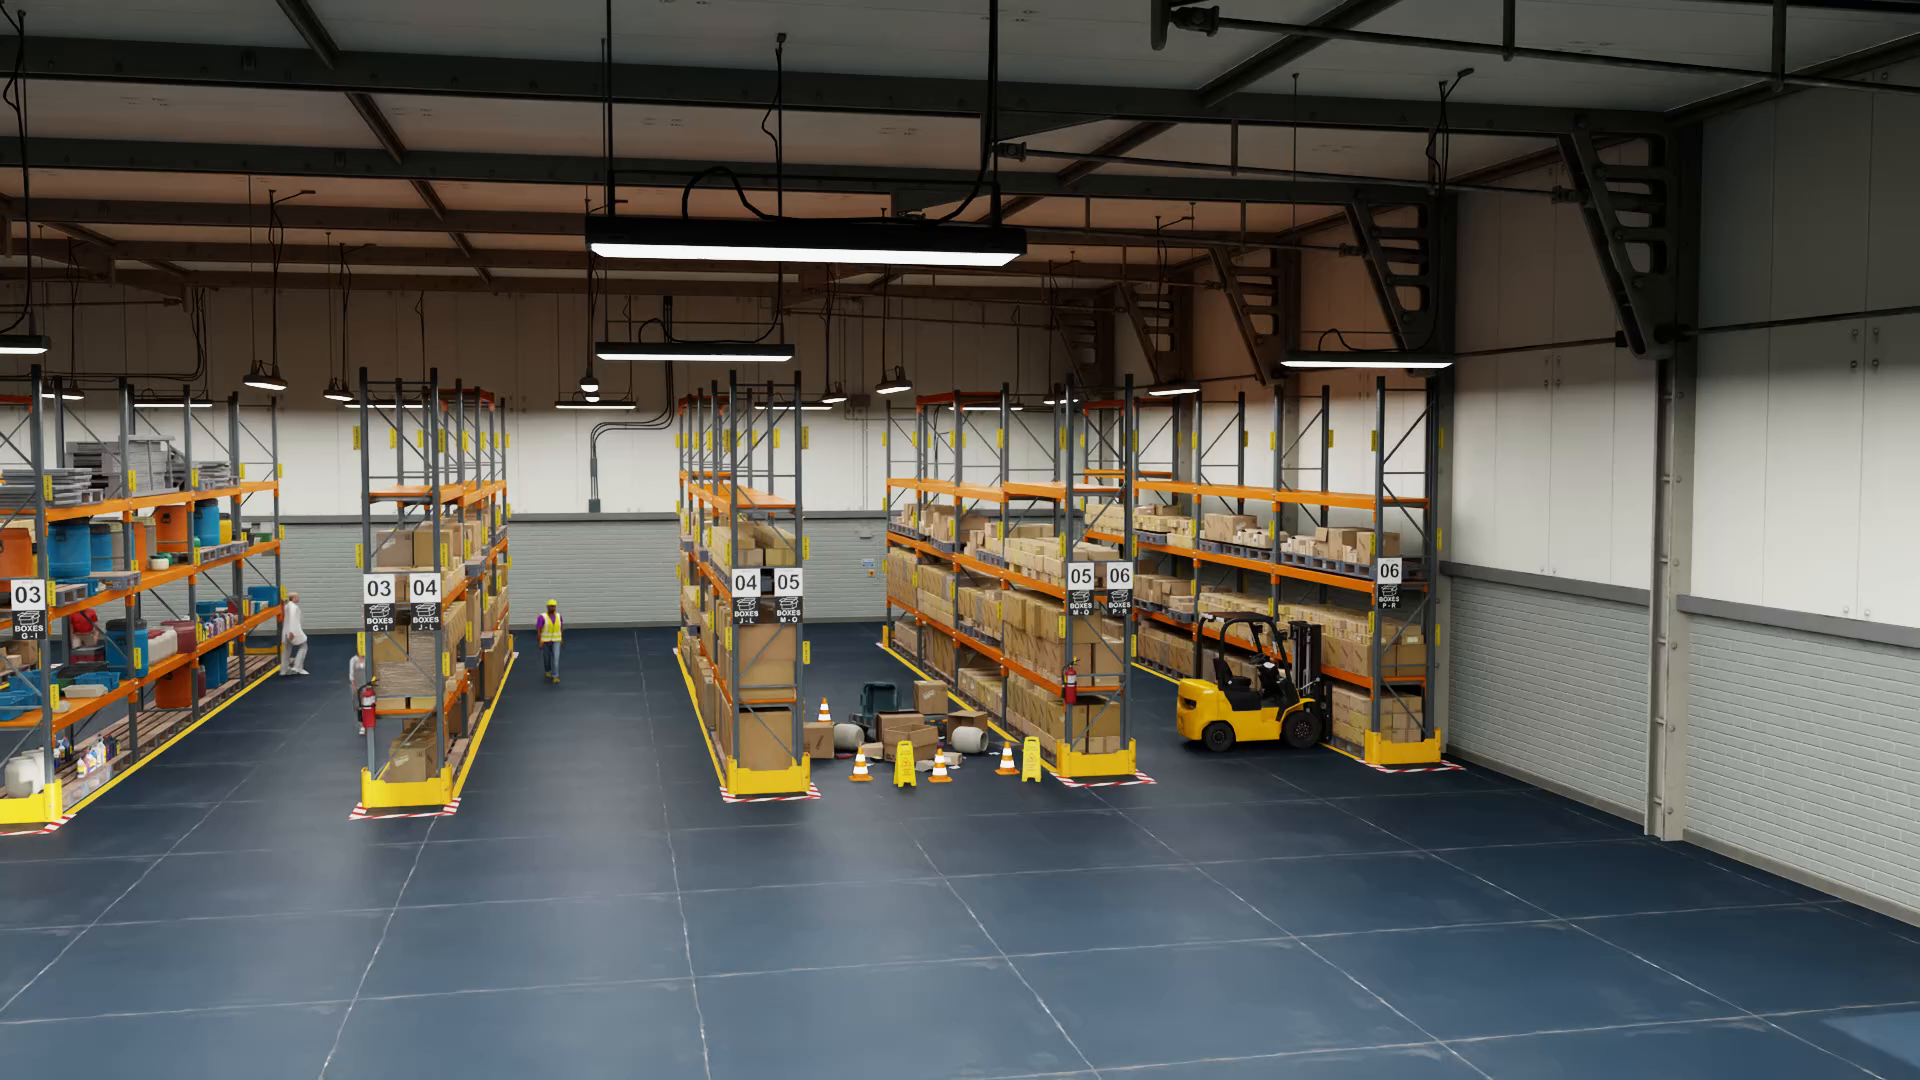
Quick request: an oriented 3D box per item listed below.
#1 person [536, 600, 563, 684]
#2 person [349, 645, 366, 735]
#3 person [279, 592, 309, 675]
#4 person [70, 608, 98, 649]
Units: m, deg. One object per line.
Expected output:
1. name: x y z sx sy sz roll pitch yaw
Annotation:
1. person: -8.490 2.093 34.432 0.551 1.711 1.093 -1 4 -15
2. person: -10.267 2.529 28.536 0.401 1.519 0.961 -1 4 -19
3. person: -14.304 2.008 35.519 0.574 1.797 0.596 2 4 28
4. person: -18.611 2.047 35.343 0.542 1.674 0.971 -1 4 -15
